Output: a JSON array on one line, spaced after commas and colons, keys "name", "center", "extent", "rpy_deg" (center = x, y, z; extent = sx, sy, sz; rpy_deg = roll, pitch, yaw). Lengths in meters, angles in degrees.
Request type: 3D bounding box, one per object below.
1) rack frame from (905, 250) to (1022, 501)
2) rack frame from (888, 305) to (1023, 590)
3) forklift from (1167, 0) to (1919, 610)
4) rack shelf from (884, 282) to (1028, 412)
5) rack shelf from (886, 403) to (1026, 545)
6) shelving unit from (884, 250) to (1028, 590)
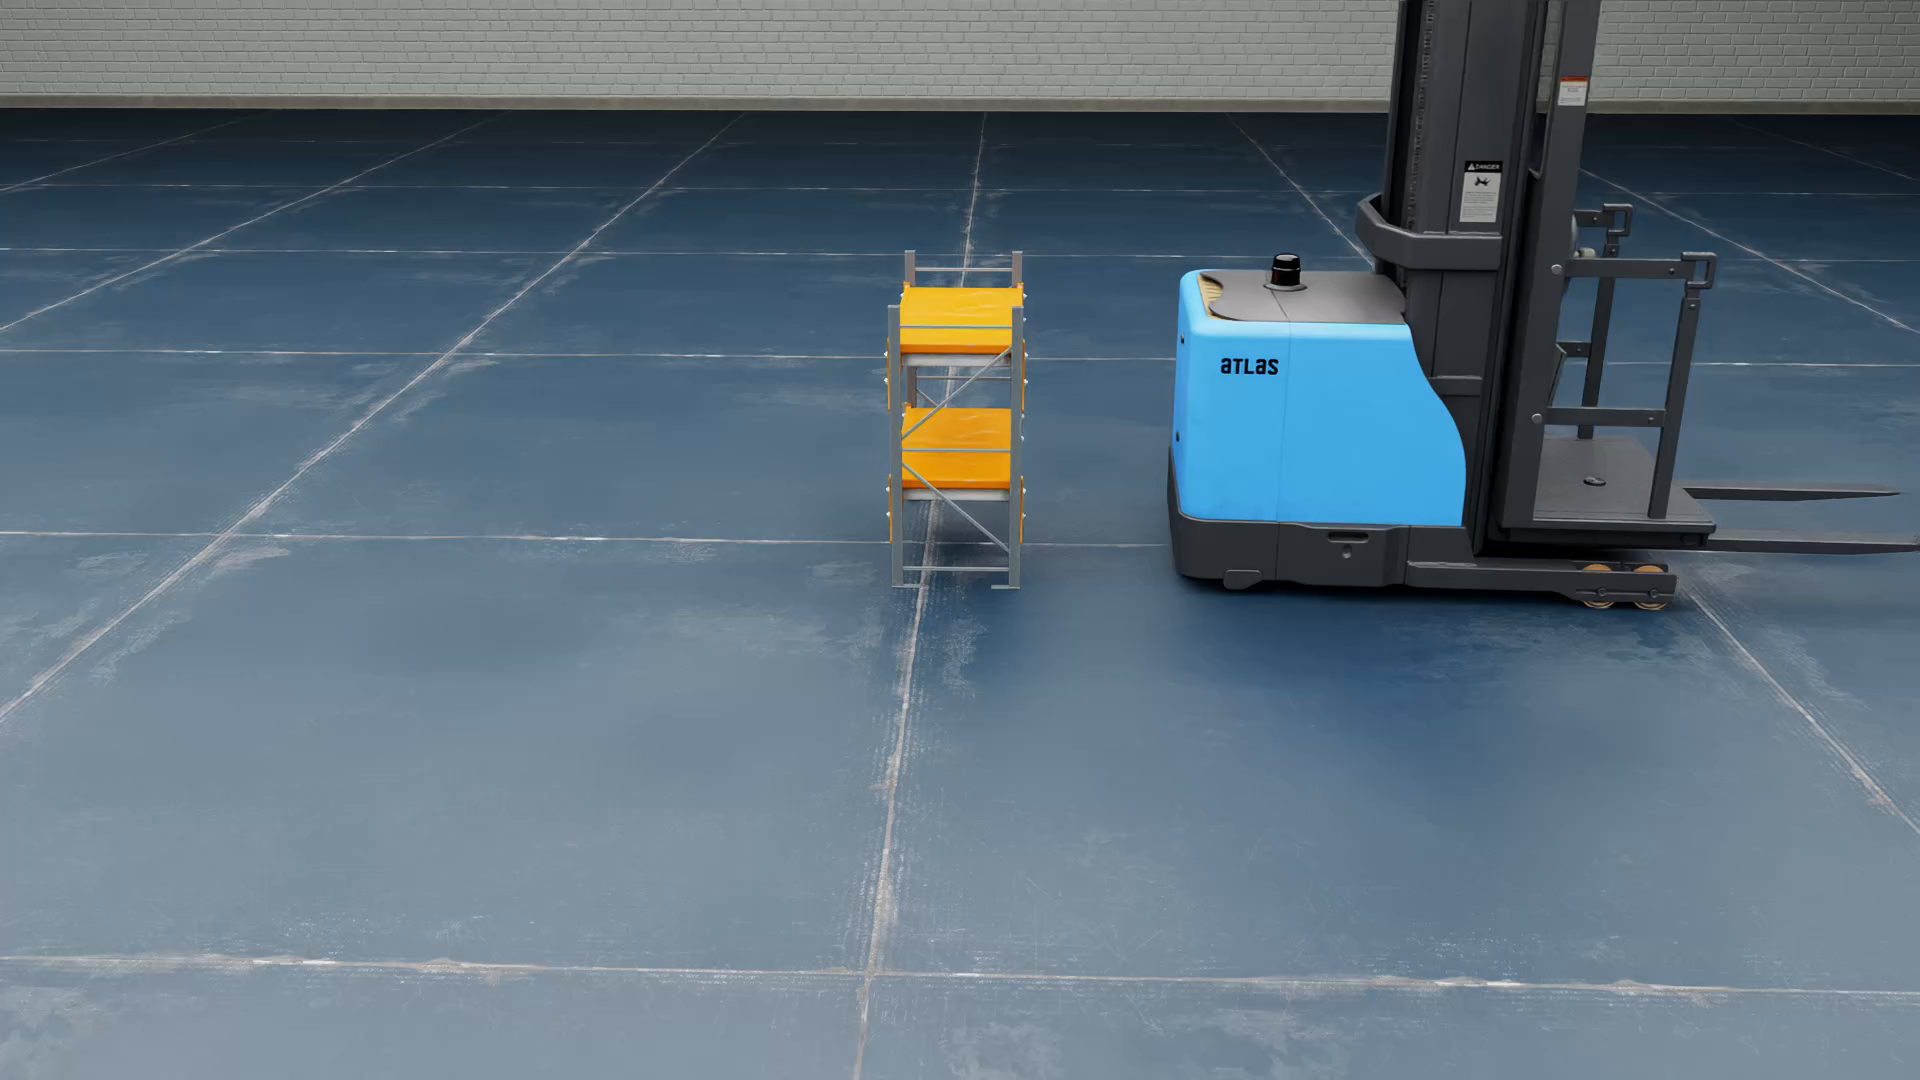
[{"name": "rack frame", "center": [0.015, -0.706, 7.293], "extent": [0.500, 1.125, 0.032], "rpy_deg": [1, 21, 2]}, {"name": "rack frame", "center": [-0.016, -0.338, 6.345], "extent": [0.500, 1.125, 0.032], "rpy_deg": [1, 21, 2]}, {"name": "forklift", "center": [2.390, -1.299, 6.326], "extent": [3.031, 2.935, 1.130], "rpy_deg": [2, 21, 4]}, {"name": "rack shelf", "center": [0.000, -0.795, 6.713], "extent": [0.538, 0.278, 1.000], "rpy_deg": [1, 21, 2]}, {"name": "rack shelf", "center": [0.000, -0.294, 6.908], "extent": [0.538, 0.278, 1.000], "rpy_deg": [1, 21, 2]}, {"name": "shelving unit", "center": [0.000, -0.522, 6.819], "extent": [0.538, 1.125, 1.048], "rpy_deg": [1, 21, 2]}]
